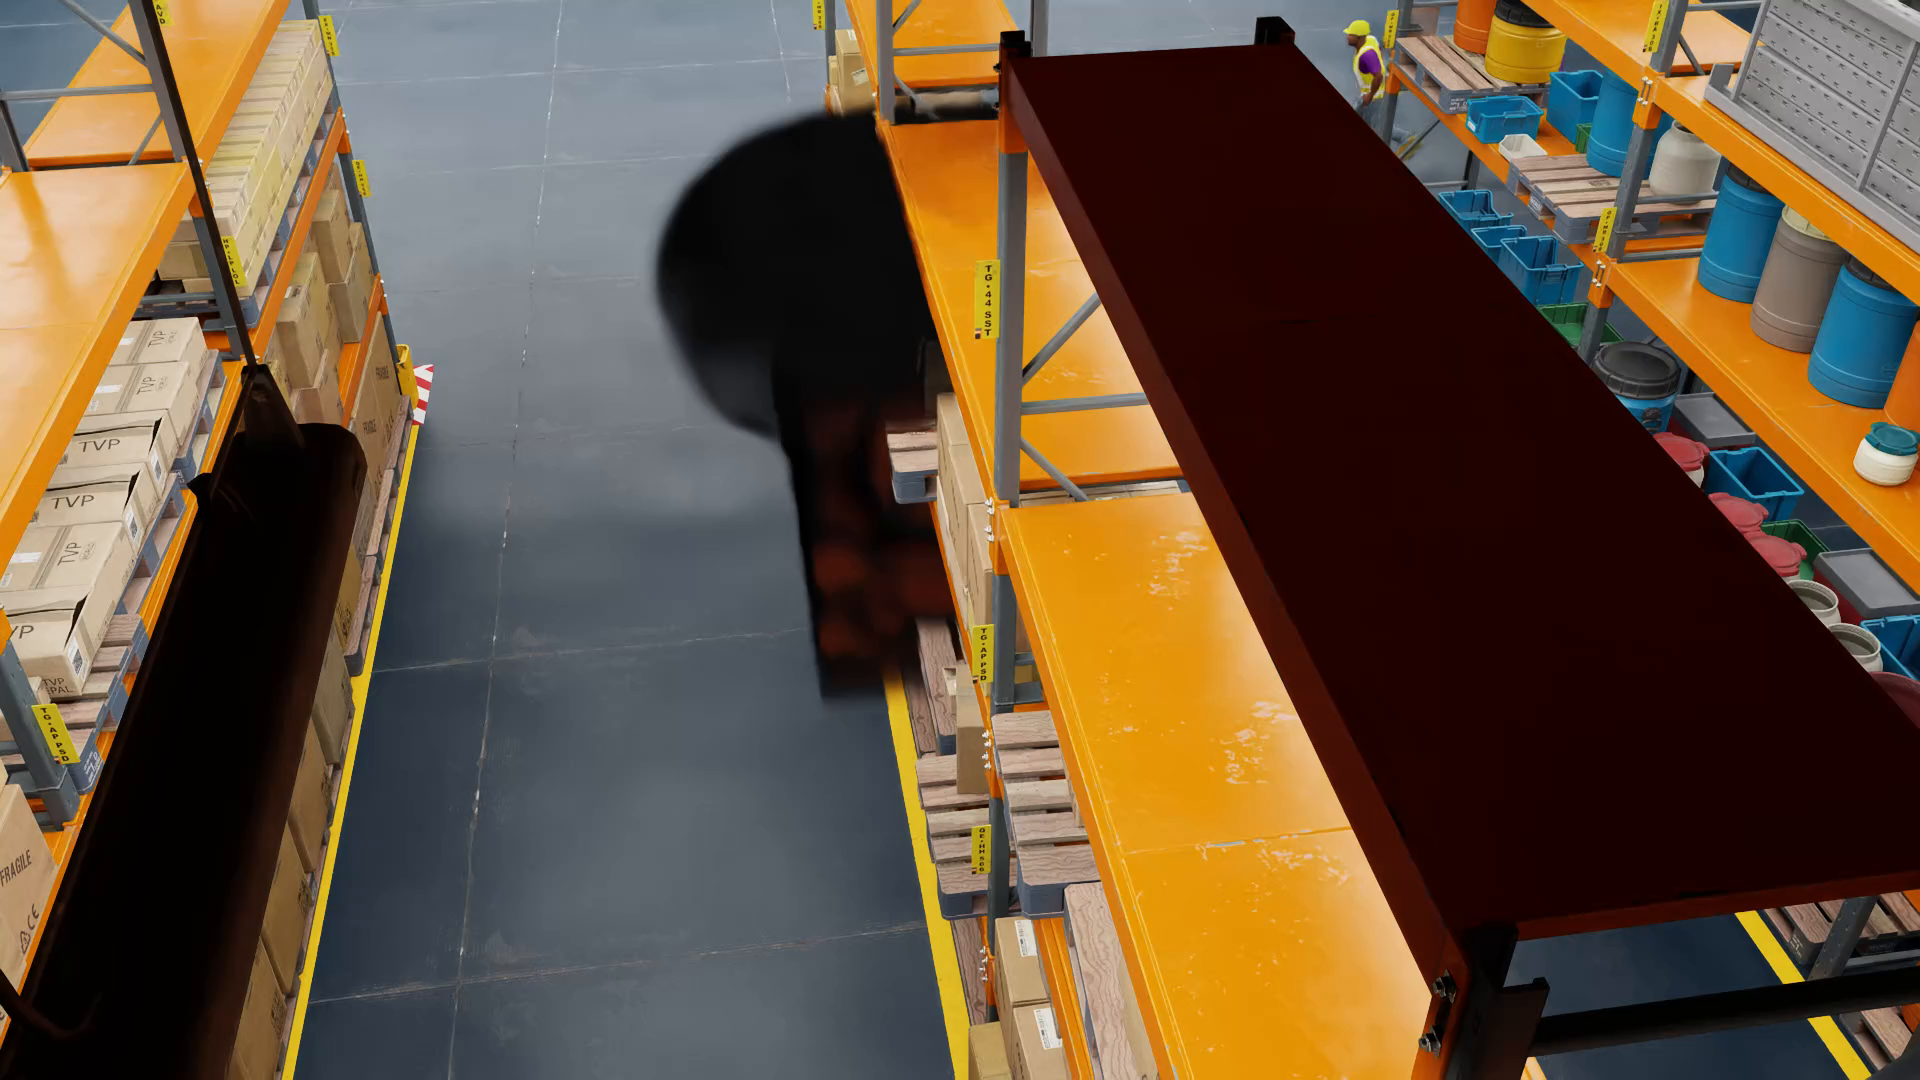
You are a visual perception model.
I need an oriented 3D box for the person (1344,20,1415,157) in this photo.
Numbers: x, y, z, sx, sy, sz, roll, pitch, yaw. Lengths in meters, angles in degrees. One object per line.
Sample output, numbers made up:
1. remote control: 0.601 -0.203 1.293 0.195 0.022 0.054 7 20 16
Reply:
1. person: 4.769 -5.049 18.938 0.979 1.708 0.707 10 38 14
